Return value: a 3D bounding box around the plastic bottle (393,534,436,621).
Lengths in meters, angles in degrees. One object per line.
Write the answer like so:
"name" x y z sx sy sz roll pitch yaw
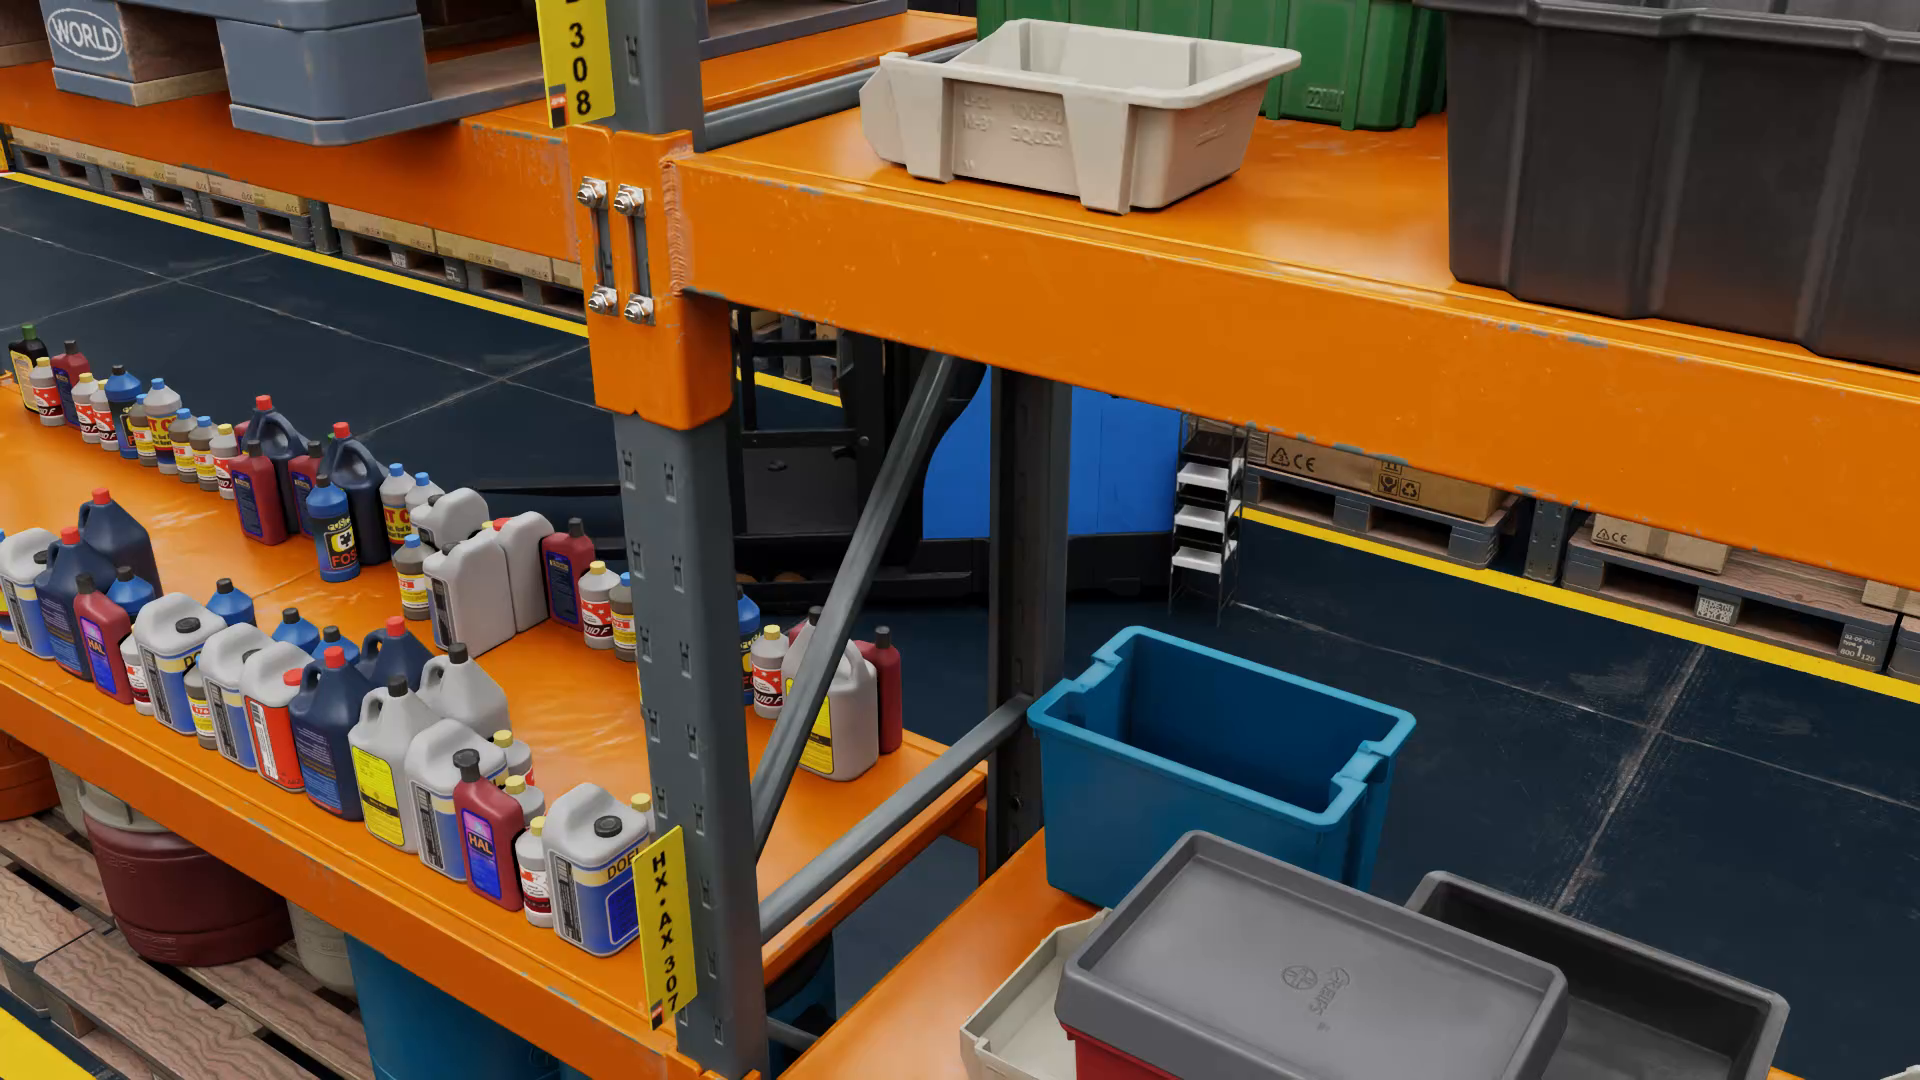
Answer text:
"plastic bottle" -1.303 0.083 3.998 0.097 0.201 0.097 0 27 0

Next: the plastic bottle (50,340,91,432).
"plastic bottle" -2.659 -0.469 4.994 0.133 0.283 0.061 17 32 30

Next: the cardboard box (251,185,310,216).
"cardboard box" -4.420 -2.402 11.232 0.500 0.250 0.500 17 32 30

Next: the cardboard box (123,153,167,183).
"cardboard box" -5.660 -2.785 11.985 0.500 0.250 0.500 17 32 30

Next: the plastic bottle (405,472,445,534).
"plastic bottle" -1.328 -0.039 4.162 0.097 0.271 0.097 0 27 0

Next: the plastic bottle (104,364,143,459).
"plastic bottle" -2.414 -0.378 4.827 0.097 0.271 0.097 0 27 0

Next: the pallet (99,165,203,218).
"pallet" -5.556 -2.693 12.309 1.213 0.211 1.003 17 32 30

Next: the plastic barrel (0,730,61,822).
"plastic barrel" -3.012 0.374 5.137 0.708 0.830 0.600 17 32 30

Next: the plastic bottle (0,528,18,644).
"plastic bottle" -2.219 0.101 3.887 0.097 0.271 0.097 0 27 0

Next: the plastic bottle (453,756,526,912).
"plastic bottle" -0.852 0.531 3.027 0.133 0.283 0.061 17 32 30

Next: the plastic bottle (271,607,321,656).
"plastic bottle" -1.408 0.270 3.555 0.097 0.271 0.097 0 27 0

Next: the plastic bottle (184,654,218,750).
"plastic bottle" -1.574 0.333 3.508 0.097 0.201 0.097 0 27 0

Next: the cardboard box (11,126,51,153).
"cardboard box" -6.895 -3.171 12.743 0.500 0.250 0.500 17 32 30

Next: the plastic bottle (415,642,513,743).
"plastic bottle" -0.989 0.356 3.297 0.185 0.351 0.144 17 32 30

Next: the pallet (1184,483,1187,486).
"pallet" 0.979 -0.614 8.223 1.213 0.211 1.003 17 32 30

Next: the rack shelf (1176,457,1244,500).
"rack shelf" 0.974 -0.255 6.435 0.200 0.077 0.258 12 29 22

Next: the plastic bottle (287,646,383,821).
"plastic bottle" -1.223 0.363 3.284 0.185 0.351 0.144 17 32 30

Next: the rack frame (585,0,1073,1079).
"rack frame" -0.129 0.503 2.954 0.053 2.616 0.949 17 32 30

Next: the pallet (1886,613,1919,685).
"pallet" 4.256 0.384 6.263 1.213 0.211 1.003 17 32 30

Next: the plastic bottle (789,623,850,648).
"plastic bottle" -0.298 0.266 3.548 0.133 0.283 0.061 17 32 30

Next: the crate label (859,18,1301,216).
"crate label" 0.112 -0.484 1.877 0.466 0.136 0.293 17 32 30

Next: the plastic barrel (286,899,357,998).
"plastic barrel" -1.565 0.917 4.420 0.421 0.512 0.421 0 27 0

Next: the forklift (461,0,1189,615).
"forklift" -0.632 -1.250 6.474 3.031 2.935 1.130 -2 27 -3

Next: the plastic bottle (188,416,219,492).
"plastic bottle" -2.093 -0.246 4.646 0.097 0.201 0.097 0 27 0

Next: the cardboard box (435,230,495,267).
"cardboard box" -2.873 -1.905 10.255 0.500 0.250 0.500 16 31 29

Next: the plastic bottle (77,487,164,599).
"plastic bottle" -2.003 0.036 3.926 0.185 0.351 0.144 17 32 30

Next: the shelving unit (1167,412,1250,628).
"shelving unit" 0.974 -0.124 6.502 0.210 0.900 0.258 12 29 22

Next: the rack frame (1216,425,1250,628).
"rack frame" 1.066 -0.105 6.464 0.006 0.900 0.240 12 29 22

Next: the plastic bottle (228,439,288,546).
"plastic bottle" -1.837 -0.134 4.334 0.133 0.283 0.061 17 32 30

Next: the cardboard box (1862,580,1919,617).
"cardboard box" 3.622 0.125 6.336 0.250 0.166 0.380 17 32 30

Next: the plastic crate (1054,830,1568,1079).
"plastic crate" 0.467 0.770 2.293 0.583 0.464 0.402 17 32 30

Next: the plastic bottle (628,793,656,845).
"plastic bottle" -0.580 0.559 3.064 0.097 0.201 0.097 0 27 0

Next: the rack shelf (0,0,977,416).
"rack shelf" -1.776 -1.028 3.448 4.000 0.370 1.077 17 32 30

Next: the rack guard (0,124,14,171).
"rack guard" -7.231 -3.322 13.227 0.348 0.500 1.175 17 32 30

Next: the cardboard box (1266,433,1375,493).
"cardboard box" 1.708 -0.581 7.354 0.500 0.500 0.500 17 32 30

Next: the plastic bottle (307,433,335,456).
"plastic bottle" -1.645 -0.153 4.373 0.133 0.283 0.061 17 32 30

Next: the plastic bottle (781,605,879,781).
"plastic bottle" -0.267 0.302 3.404 0.185 0.351 0.144 17 32 30

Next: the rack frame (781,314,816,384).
"rack frame" -0.617 -2.376 8.612 0.127 3.000 1.000 17 32 30

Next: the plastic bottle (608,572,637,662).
"plastic bottle" -0.755 0.170 3.827 0.097 0.201 0.097 0 27 0

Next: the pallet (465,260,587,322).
"pallet" -2.275 -1.673 10.304 1.213 0.211 1.003 17 32 30

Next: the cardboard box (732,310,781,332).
"cardboard box" -1.189 -1.382 9.226 0.500 0.250 0.500 18 32 31

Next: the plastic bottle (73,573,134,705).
"plastic bottle" -1.871 0.214 3.651 0.133 0.283 0.061 17 32 30

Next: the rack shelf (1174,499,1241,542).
"rack shelf" 0.974 -0.094 6.517 0.200 0.077 0.258 12 29 22

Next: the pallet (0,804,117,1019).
"pallet" -2.751 0.905 5.240 1.213 0.211 1.003 17 32 30
